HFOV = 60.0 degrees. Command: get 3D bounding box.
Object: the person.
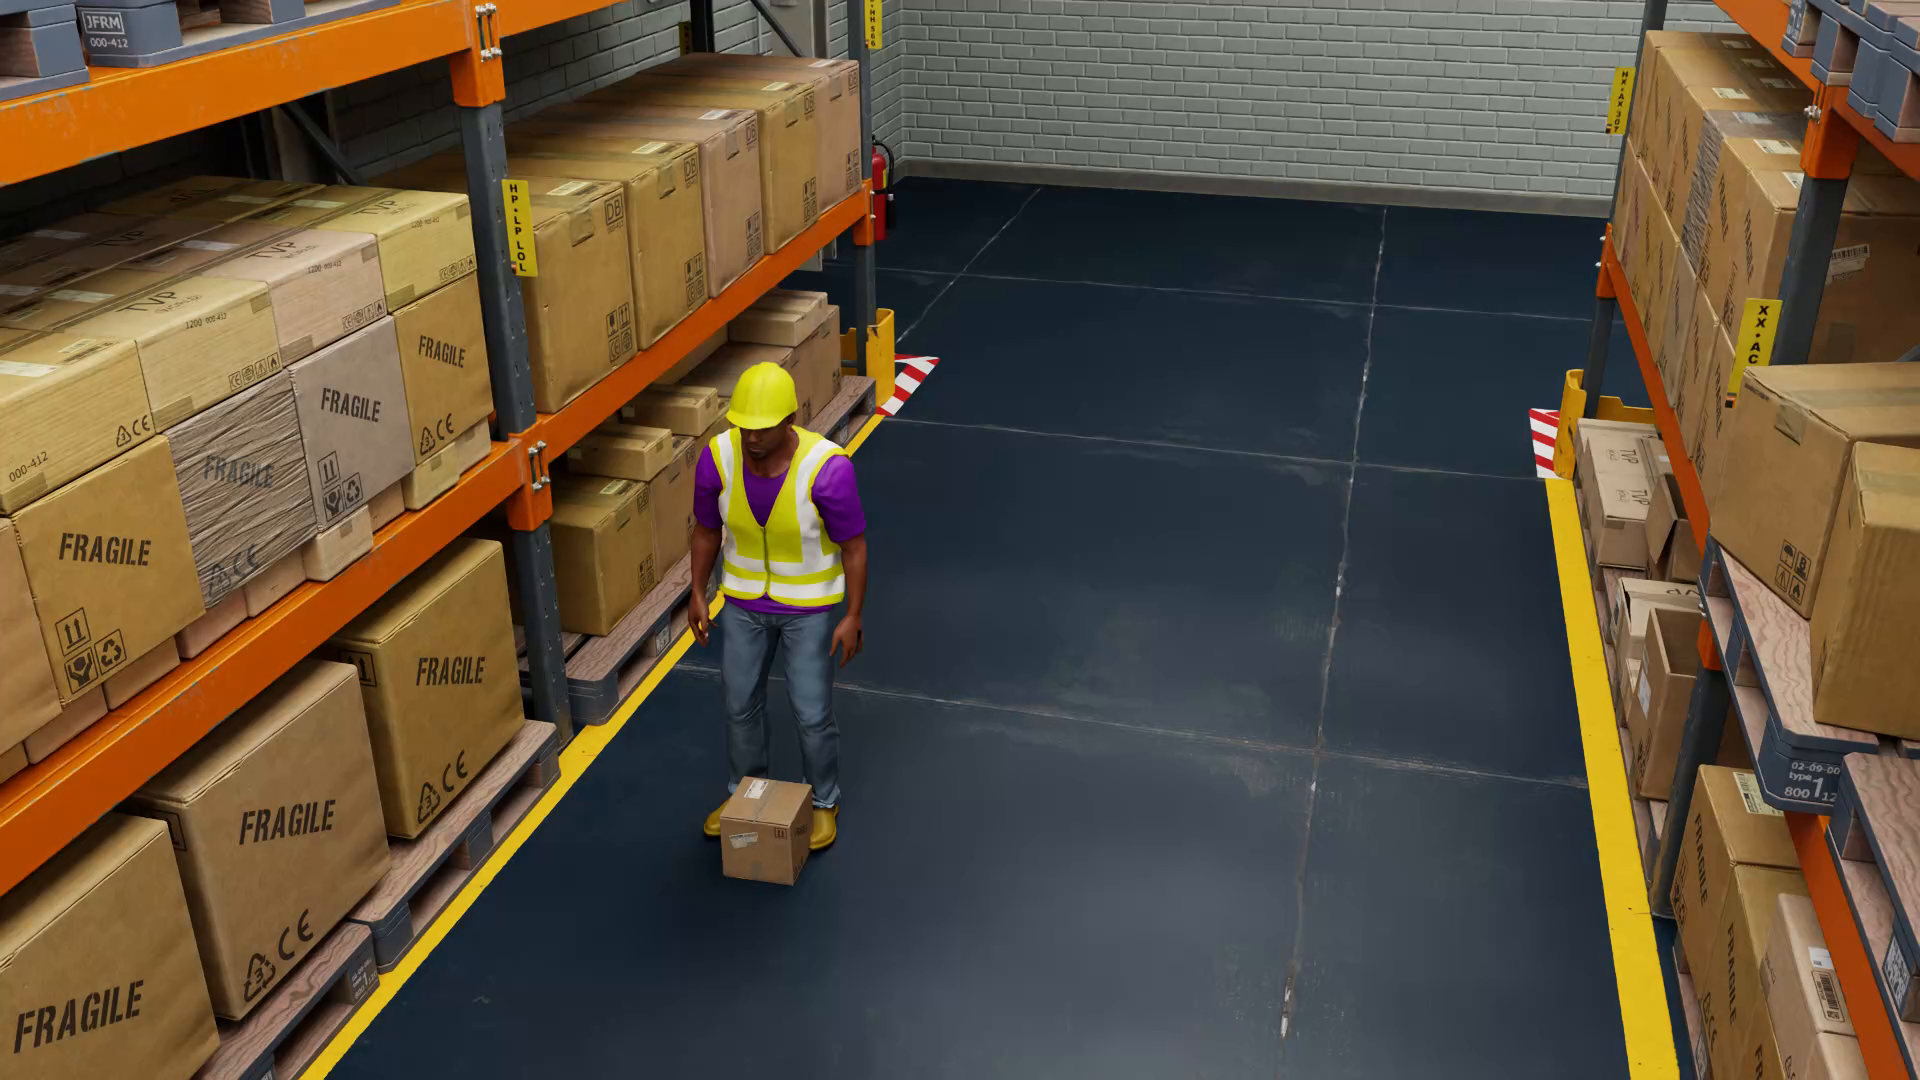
[{"bbox_3d":[-0.619,0.223,5.612,0.628,1.761,0.456,7,26,14],"label":"person"}]
